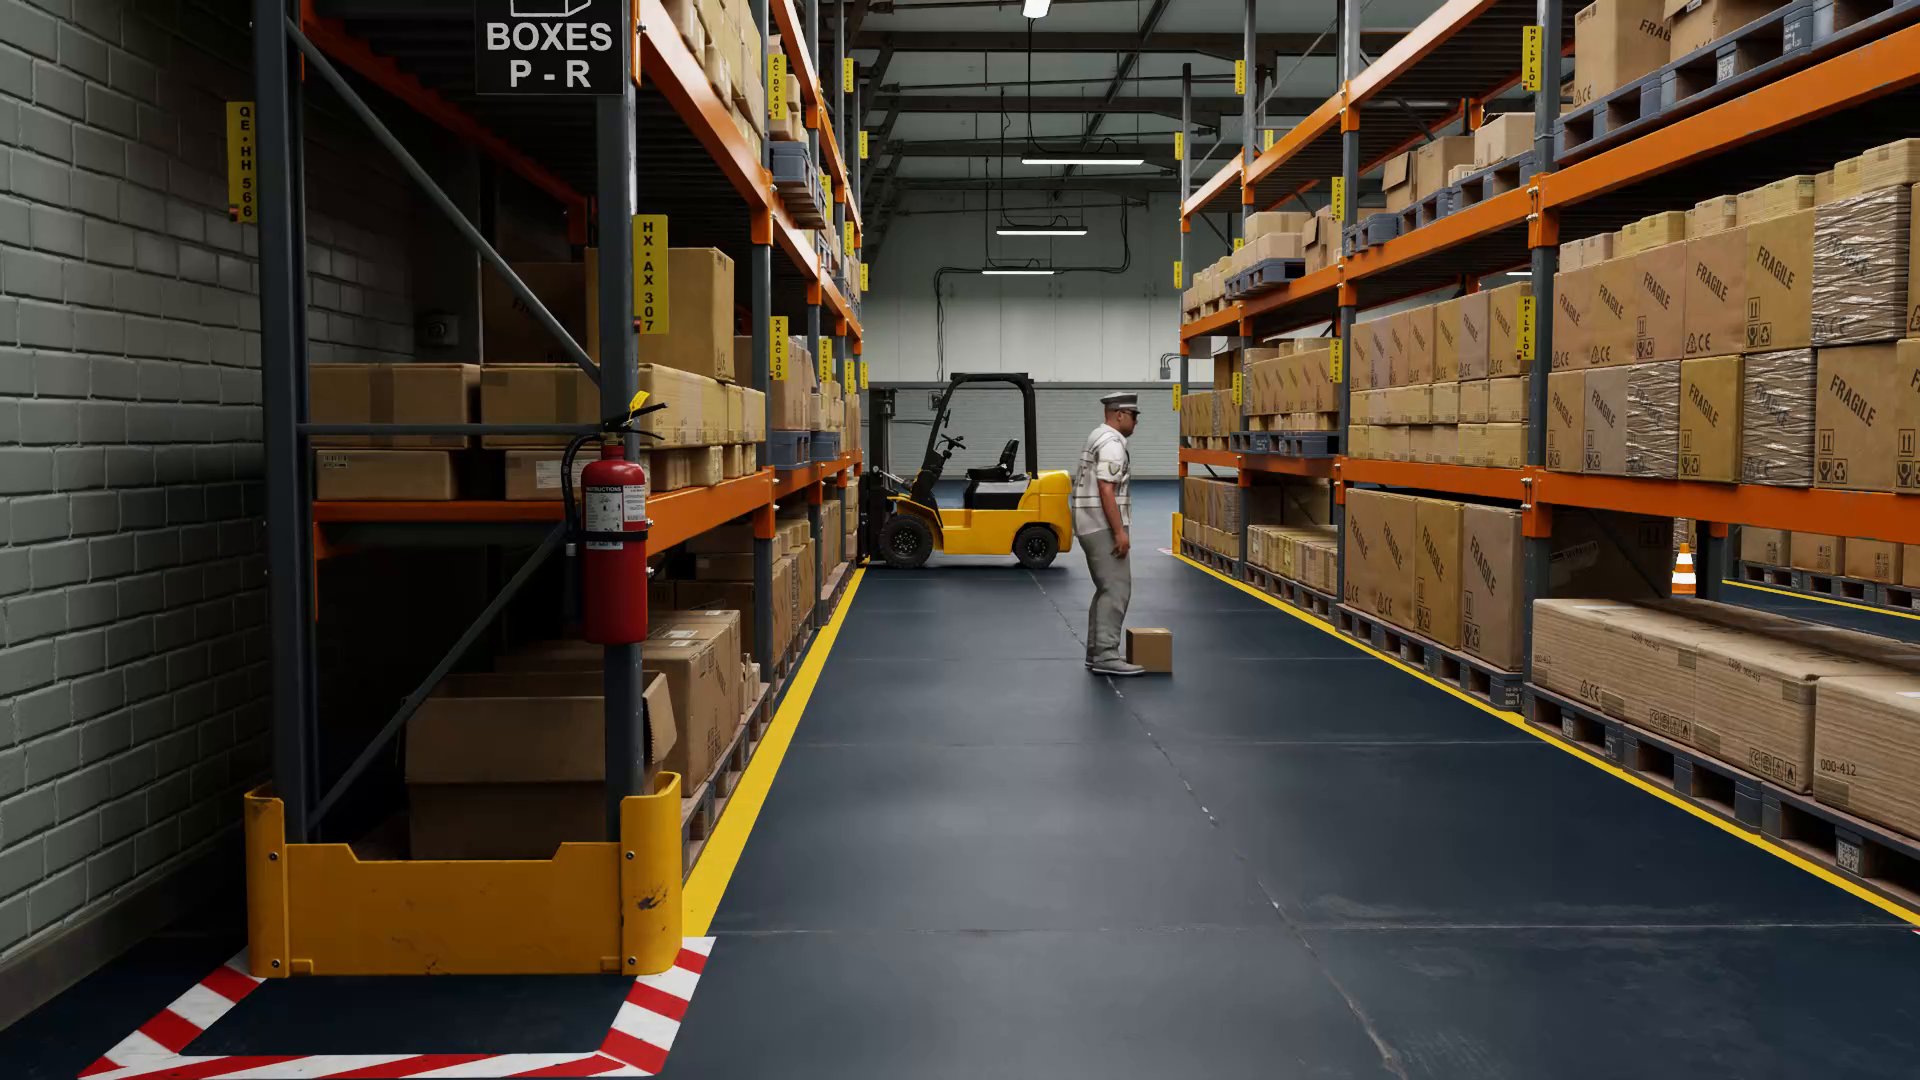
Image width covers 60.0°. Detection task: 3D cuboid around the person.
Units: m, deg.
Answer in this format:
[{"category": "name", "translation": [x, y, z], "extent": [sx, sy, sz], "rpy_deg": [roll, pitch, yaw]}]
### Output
[{"category": "person", "translation": [0.923, -0.051, 10.450], "extent": [0.435, 1.749, 0.585], "rpy_deg": [0, 4, -1]}]
